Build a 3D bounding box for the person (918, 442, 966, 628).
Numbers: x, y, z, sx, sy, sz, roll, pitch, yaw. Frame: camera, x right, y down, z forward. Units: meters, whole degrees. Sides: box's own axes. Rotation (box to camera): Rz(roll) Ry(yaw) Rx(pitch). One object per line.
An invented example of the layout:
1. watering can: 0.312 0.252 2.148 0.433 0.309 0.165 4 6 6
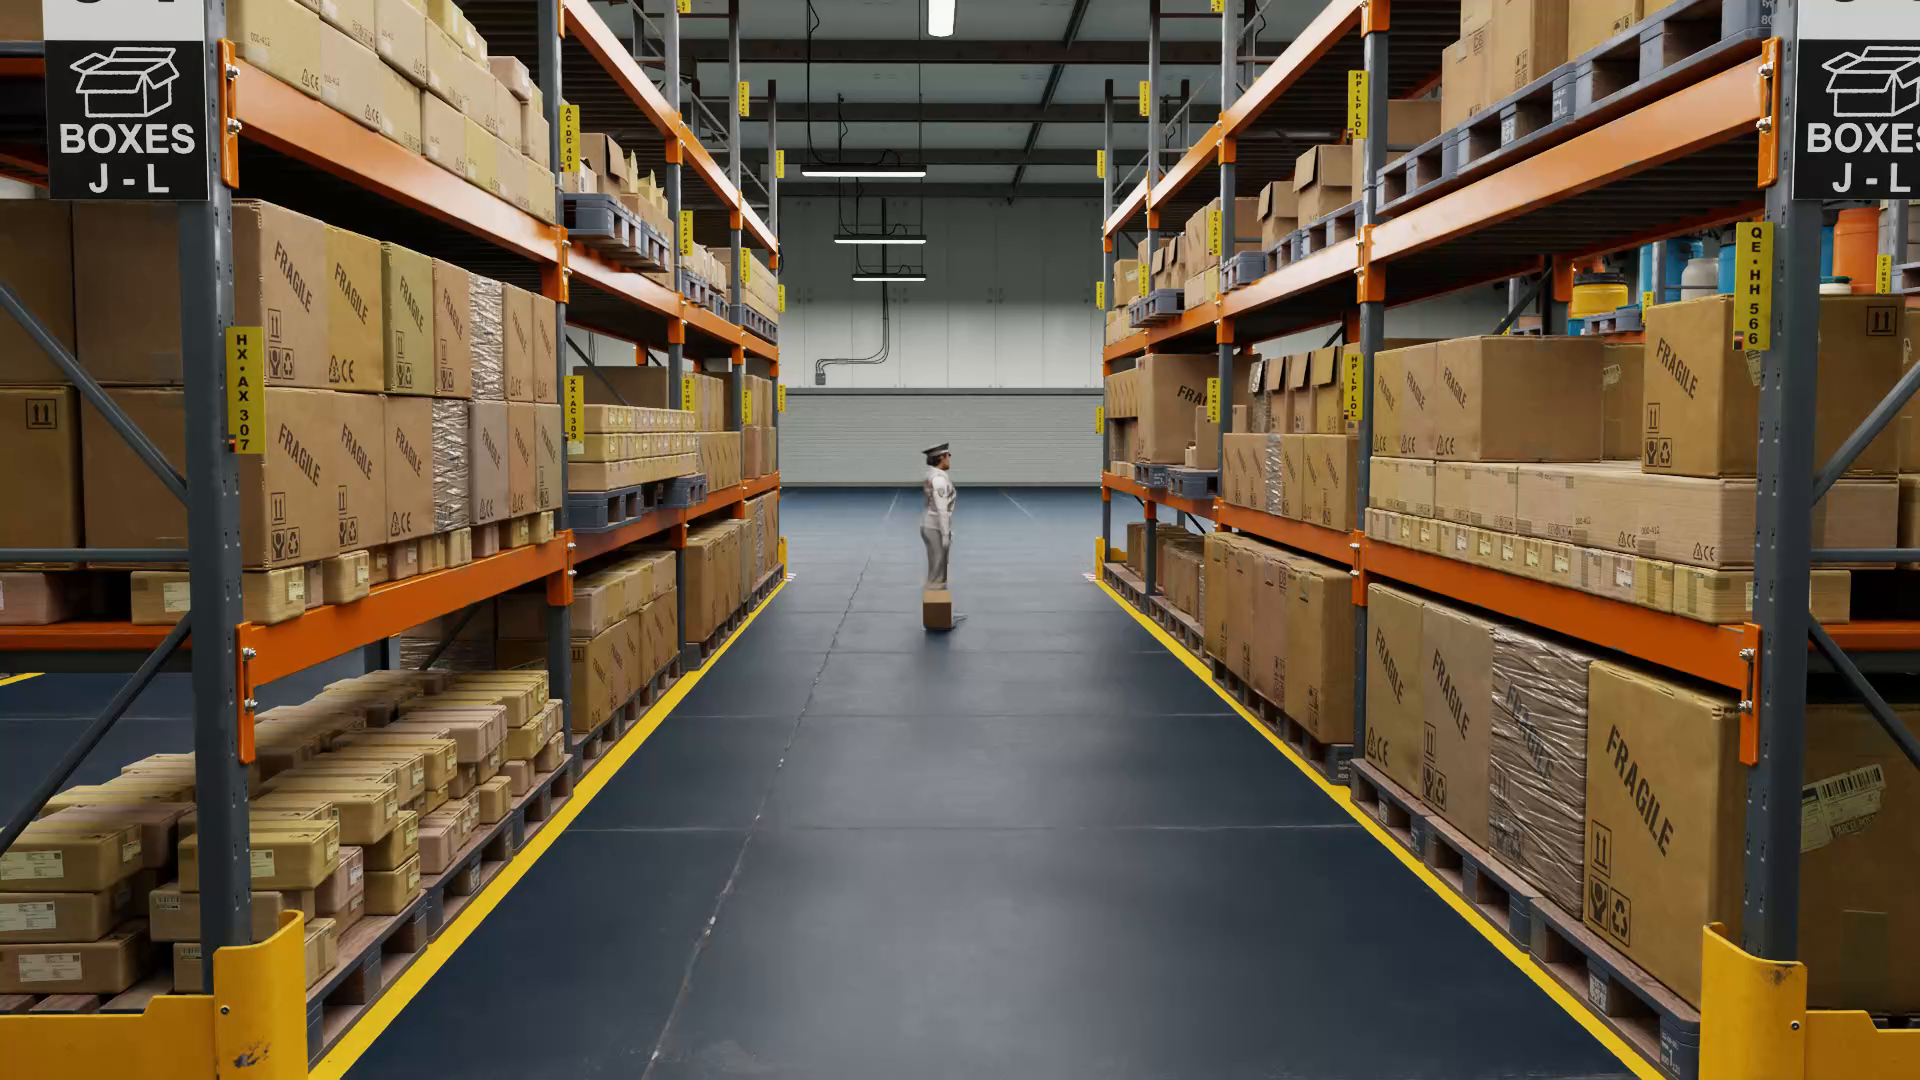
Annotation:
1. person: -0.149 -0.054 15.332 0.451 1.689 0.516 -1 4 -11
